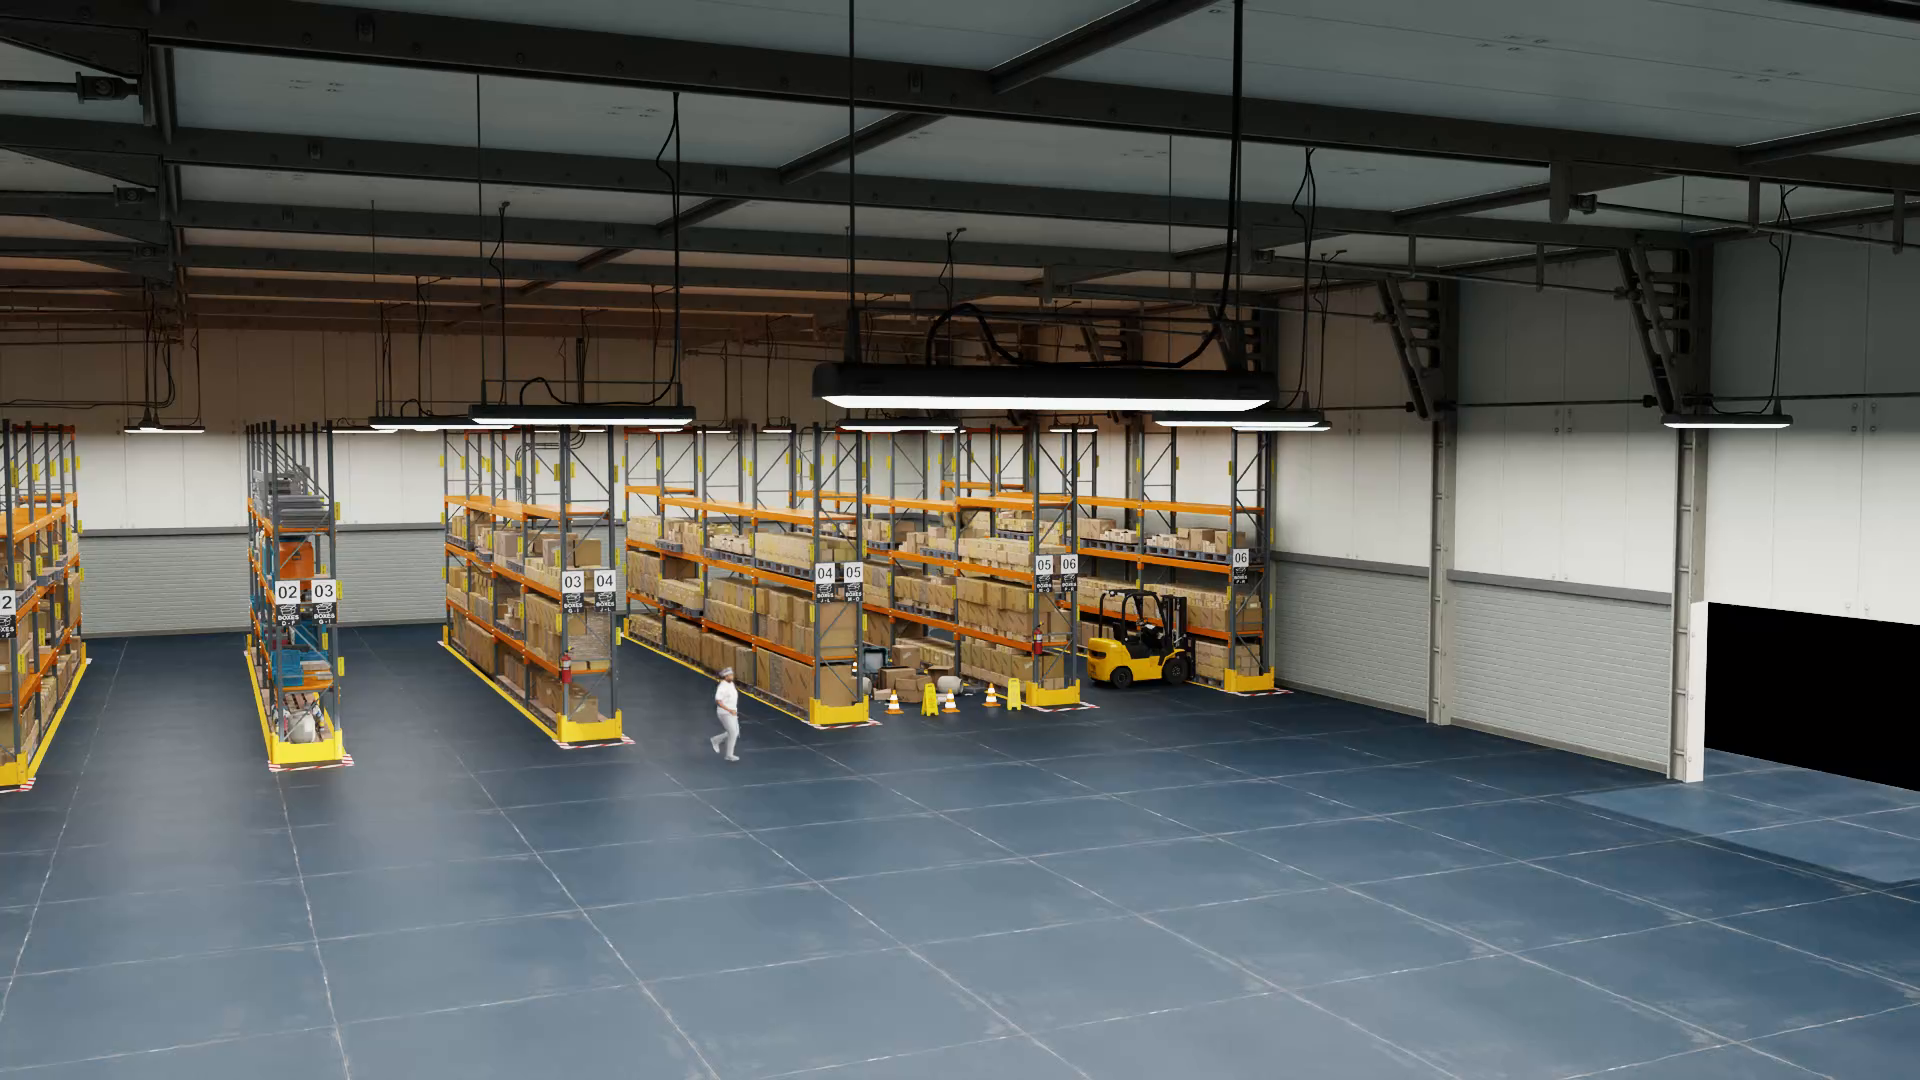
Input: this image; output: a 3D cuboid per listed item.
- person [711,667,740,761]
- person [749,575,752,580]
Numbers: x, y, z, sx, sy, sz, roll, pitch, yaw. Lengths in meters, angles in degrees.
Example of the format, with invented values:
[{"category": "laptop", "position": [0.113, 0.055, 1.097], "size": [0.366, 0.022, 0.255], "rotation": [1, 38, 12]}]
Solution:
[{"category": "person", "position": [-4.172, 3.062, 29.417], "size": [0.600, 1.662, 0.570], "rotation": [1, 4, 16]}, {"category": "person", "position": [-6.199, 1.796, 50.706], "size": [0.617, 1.570, 0.558], "rotation": [-1, 4, -14]}]
